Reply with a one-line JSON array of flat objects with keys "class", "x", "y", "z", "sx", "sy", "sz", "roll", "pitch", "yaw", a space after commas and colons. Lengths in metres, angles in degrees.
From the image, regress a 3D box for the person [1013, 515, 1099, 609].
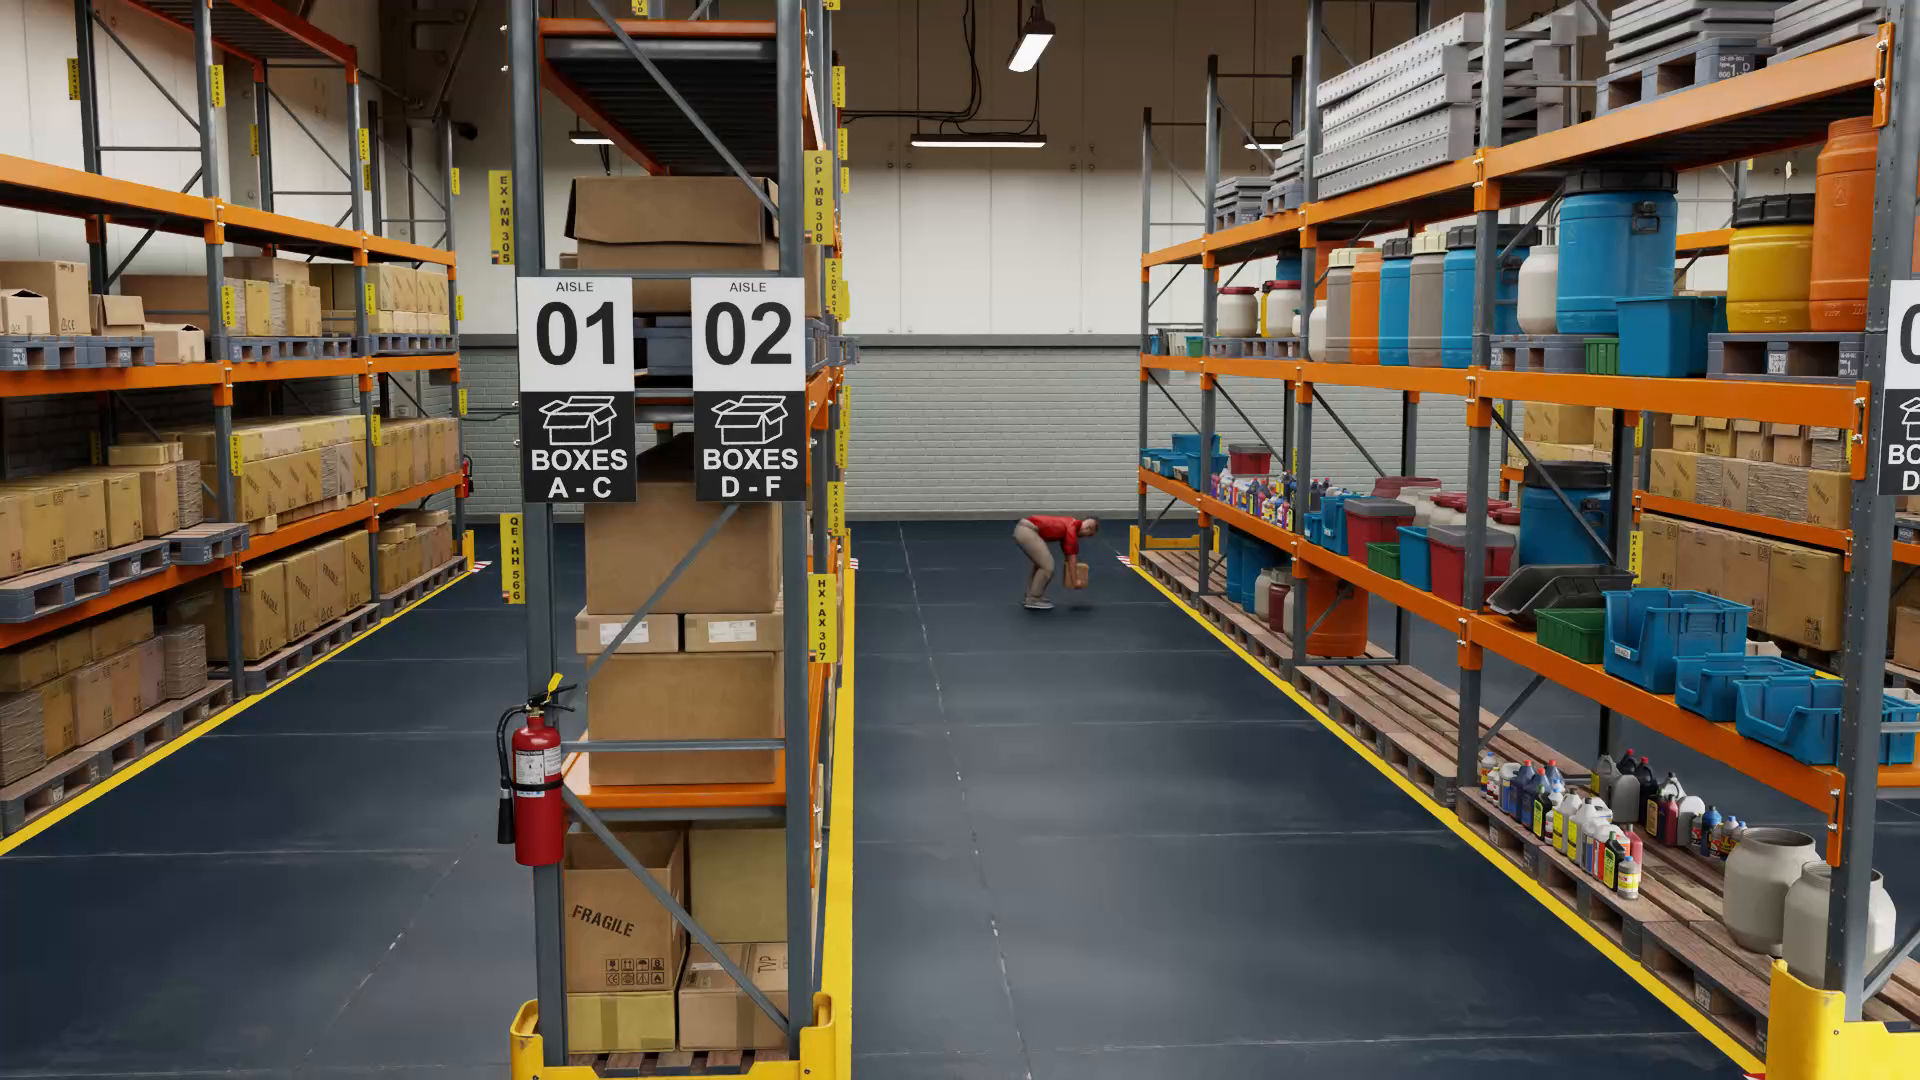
[{"class": "person", "x": 1.091, "y": 0.233, "z": 18.737, "sx": 0.947, "sy": 1.049, "sz": 0.508, "roll": -1, "pitch": 7, "yaw": -6}]
